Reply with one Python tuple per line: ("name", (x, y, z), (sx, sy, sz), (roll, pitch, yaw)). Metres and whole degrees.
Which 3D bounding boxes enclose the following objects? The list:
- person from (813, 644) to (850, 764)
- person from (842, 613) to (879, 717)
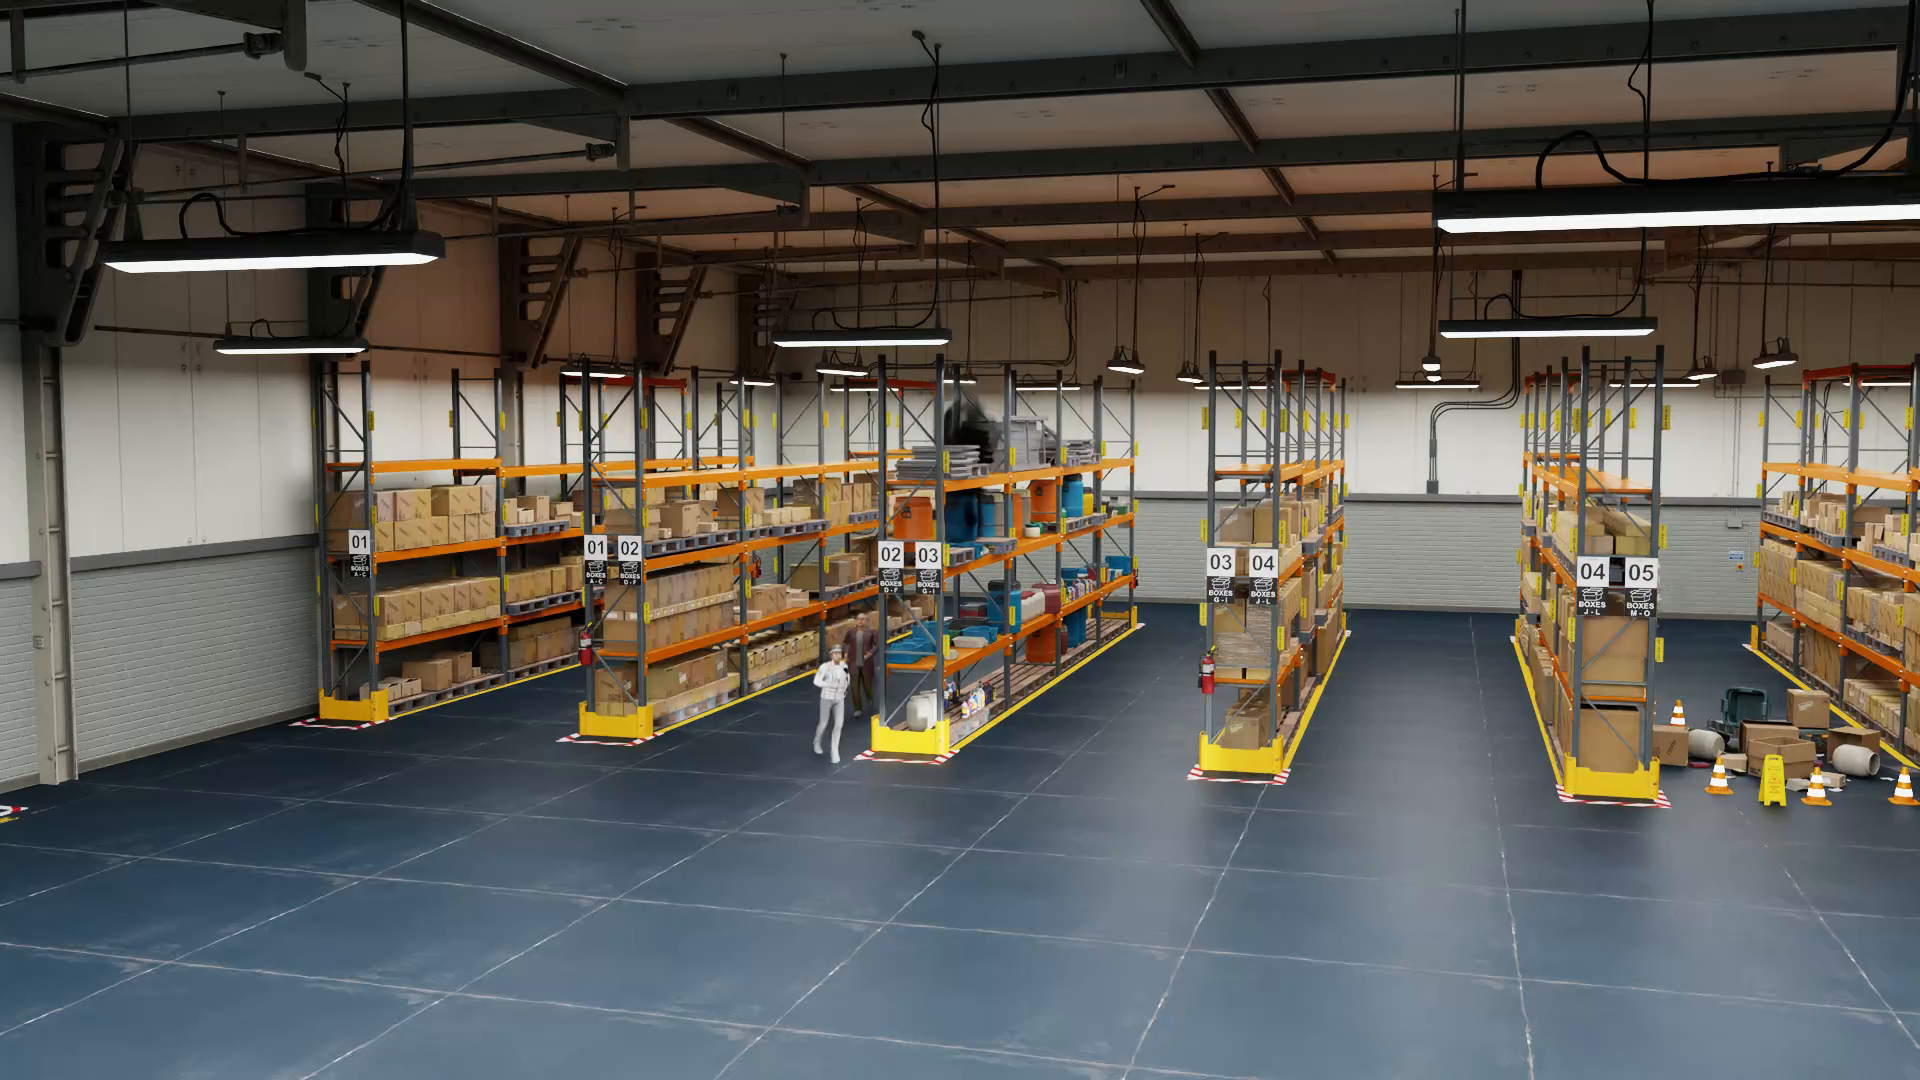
("person", (-1.882, 2.393, 24.682), (0.621, 1.731, 0.827), (-2, 4, -21))
("person", (-1.688, 2.111, 28.320), (0.715, 1.735, 0.812), (0, 4, 7))
